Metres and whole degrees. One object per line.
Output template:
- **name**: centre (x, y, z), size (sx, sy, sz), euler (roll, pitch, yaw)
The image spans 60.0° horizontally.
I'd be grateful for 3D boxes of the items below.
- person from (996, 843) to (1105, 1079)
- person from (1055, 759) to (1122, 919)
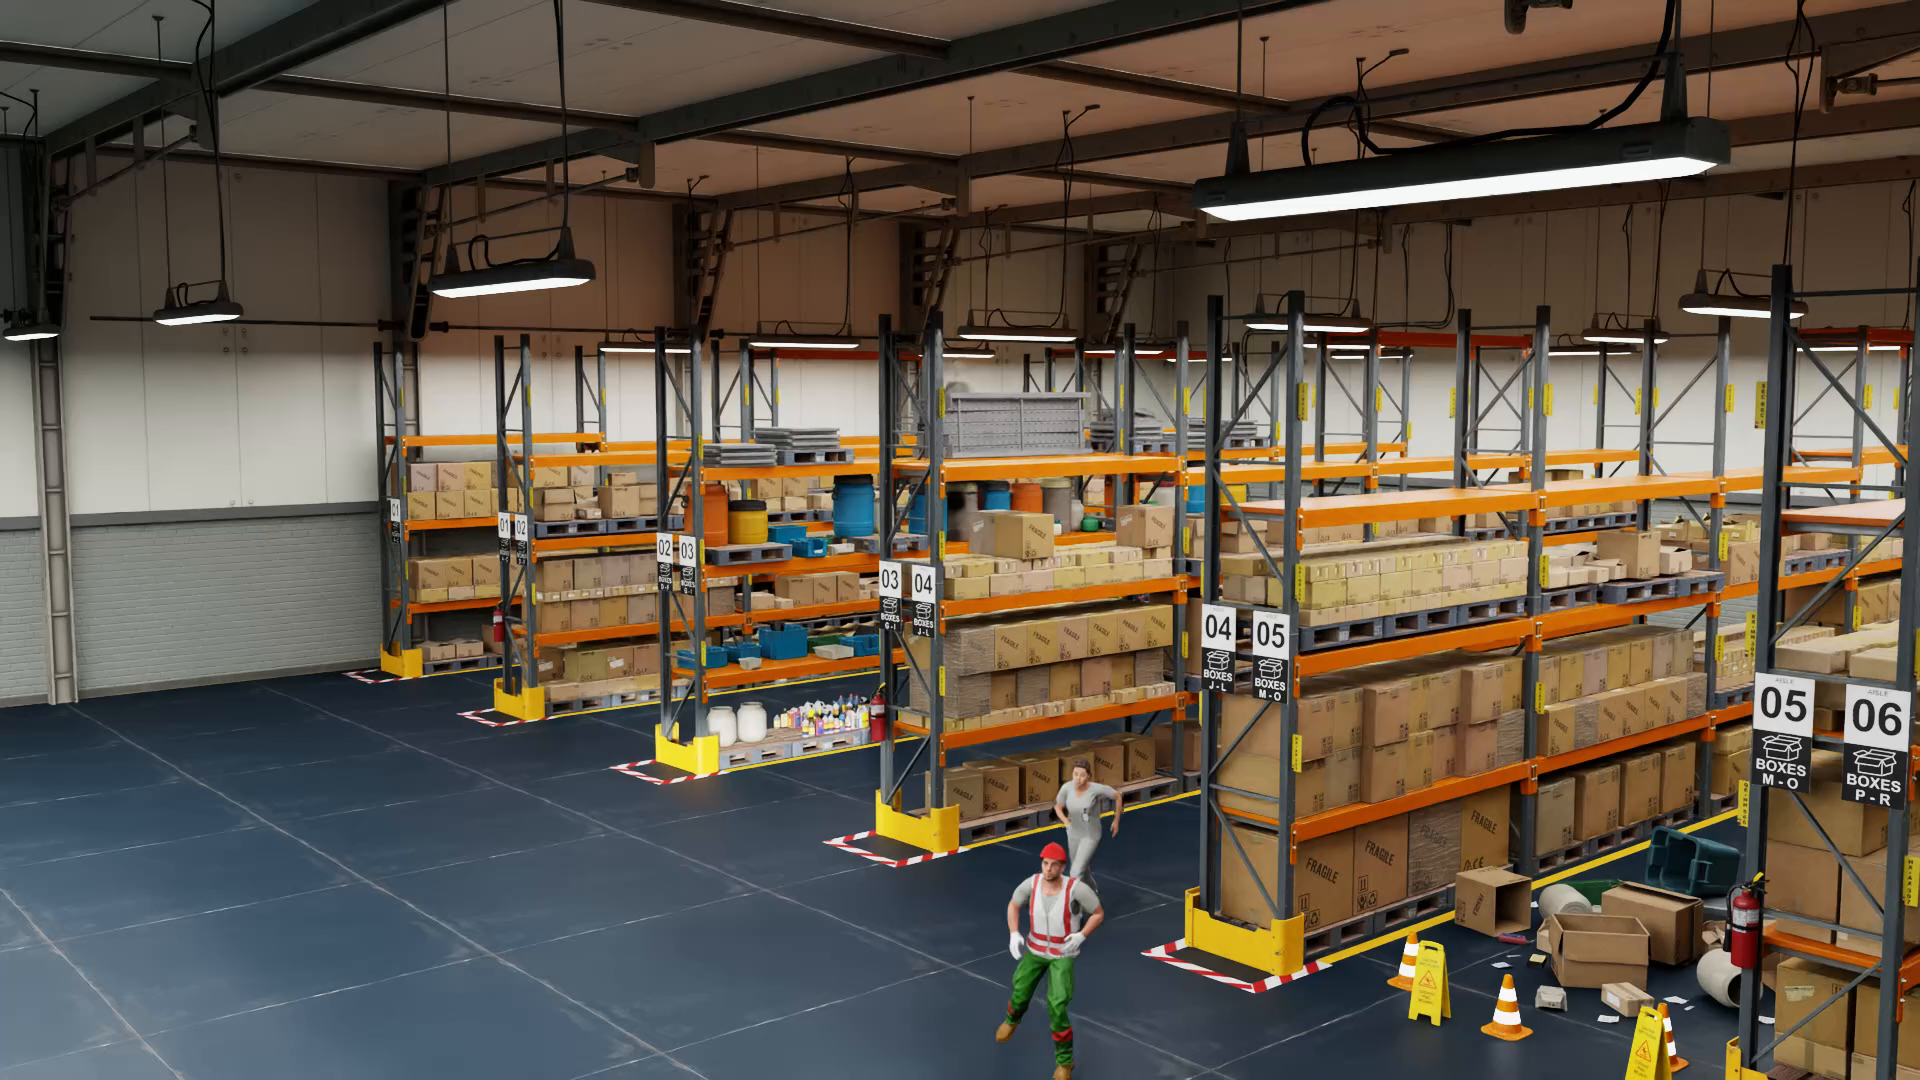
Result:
- **person**: centre (0.652, 3.160, 12.666), size (0.885, 1.776, 0.732), euler (2, 5, 16)
- **person**: centre (1.262, 2.917, 16.120), size (0.624, 1.695, 0.848), euler (3, 6, 28)
